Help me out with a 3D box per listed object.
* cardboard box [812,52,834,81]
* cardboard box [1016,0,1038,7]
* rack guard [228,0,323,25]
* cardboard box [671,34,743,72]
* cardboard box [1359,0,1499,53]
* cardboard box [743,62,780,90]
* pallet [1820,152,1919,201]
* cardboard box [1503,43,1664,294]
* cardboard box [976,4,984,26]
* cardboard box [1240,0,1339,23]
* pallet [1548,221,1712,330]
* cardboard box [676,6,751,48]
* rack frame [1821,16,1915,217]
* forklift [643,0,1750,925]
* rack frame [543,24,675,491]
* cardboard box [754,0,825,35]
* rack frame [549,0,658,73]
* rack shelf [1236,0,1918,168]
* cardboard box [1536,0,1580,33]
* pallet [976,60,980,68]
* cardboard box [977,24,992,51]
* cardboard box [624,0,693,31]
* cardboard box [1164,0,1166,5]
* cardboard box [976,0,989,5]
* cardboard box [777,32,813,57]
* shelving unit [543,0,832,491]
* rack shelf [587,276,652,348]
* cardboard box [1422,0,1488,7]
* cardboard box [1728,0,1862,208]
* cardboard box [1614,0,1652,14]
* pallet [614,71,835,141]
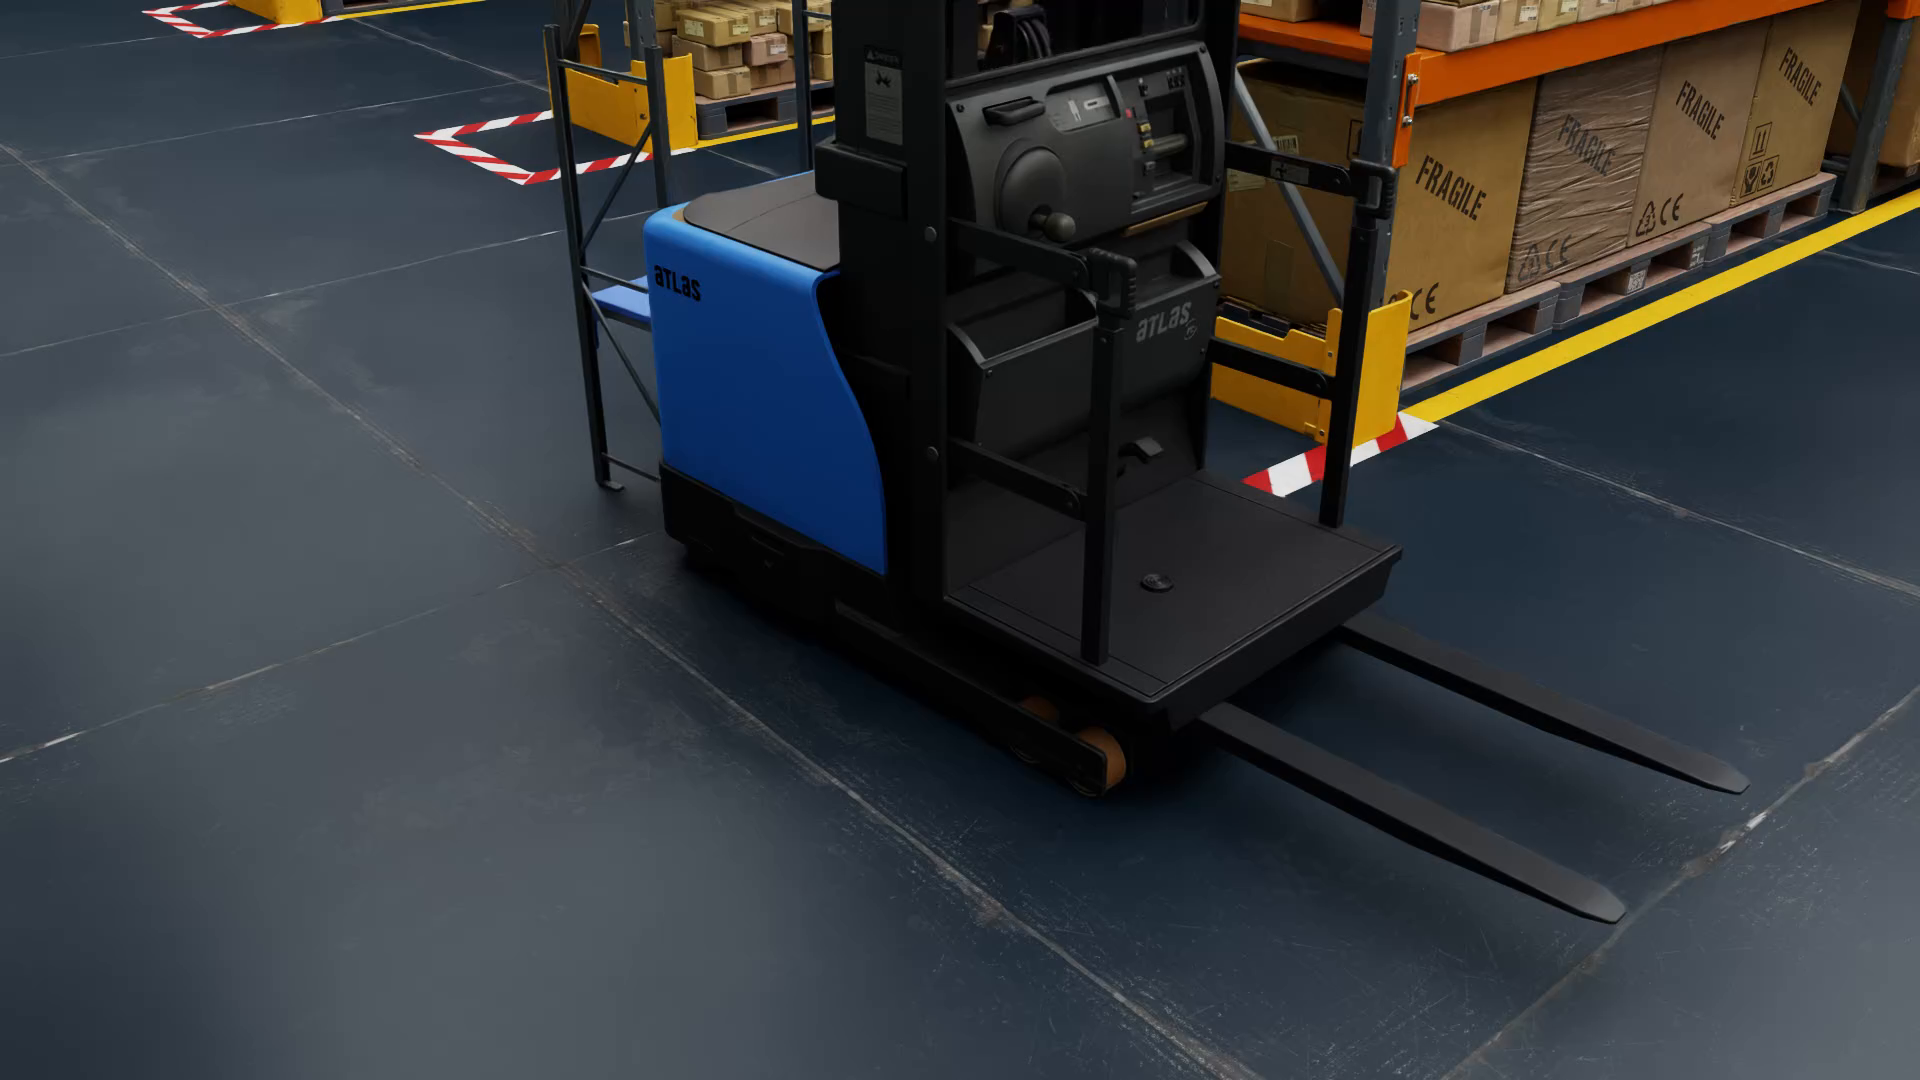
[{"bbox_3d":[-0.829,-2.910,10.091,0.250,0.149,0.380,-21,35,-34],"label":"cardboard box"},{"bbox_3d":[0.333,-3.565,11.002,0.250,0.149,0.380,-22,35,-34],"label":"cardboard box"},{"bbox_3d":[-5.340,-4.344,12.848,0.348,0.500,1.175,-22,35,-35],"label":"rack guard"},{"bbox_3d":[-1.467,-2.837,9.639,0.250,0.149,0.380,-20,34,-33],"label":"cardboard box"},{"bbox_3d":[1.595,-1.780,5.664,0.250,0.149,0.380,-21,35,-34],"label":"cardboard box"},{"bbox_3d":[-1.279,-2.792,9.872,0.250,0.149,0.380,-22,35,-35],"label":"cardboard box"},{"bbox_3d":[4.692,-2.157,9.062,1.213,0.211,1.003,-22,35,-35],"label":"pallet"},{"bbox_3d":[2.238,-1.651,6.966,0.875,0.875,0.875,-22,35,-35],"label":"cardboard box"},{"bbox_3d":[-0.065,-3.405,10.703,0.250,0.149,0.380,-24,36,-37],"label":"cardboard box"},{"bbox_3d":[1.168,-2.016,6.107,0.250,0.149,0.380,-21,35,-34],"label":"cardboard box"},{"bbox_3d":[2.596,-1.314,7.485,1.213,0.211,1.003,-22,35,-35],"label":"pallet"},{"bbox_3d":[-1.413,-2.938,9.513,0.250,0.149,0.380,-24,36,-37],"label":"cardboard box"},{"bbox_3d":[4.154,-3.124,7.913,0.127,3.000,1.000,-22,35,-35],"label":"rack frame"},{"bbox_3d":[0.480,-0.942,3.903,1.130,2.935,3.031,-25,37,-39],"label":"forklift"},{"bbox_3d":[-1.031,-0.787,5.132,0.500,1.500,0.032,22,35,35],"label":"rack frame"},{"bbox_3d":[-1.006,-3.097,9.810,0.250,0.149,0.380,-22,35,-35],"label":"cardboard box"},{"bbox_3d":[-2.032,-3.709,9.009,0.127,3.000,1.000,-22,35,-35],"label":"rack frame"},{"bbox_3d":[2.632,-2.195,6.937,4.000,0.370,1.077,-22,35,-35],"label":"rack shelf"},{"bbox_3d":[1.984,-1.937,5.959,0.250,0.149,0.380,-23,36,-36],"label":"cardboard box"},{"bbox_3d":[0.523,-3.485,11.548,1.213,0.211,1.003,-22,35,-35],"label":"pallet"},{"bbox_3d":[0.147,-3.302,10.826,0.250,0.149,0.380,-22,35,-35],"label":"cardboard box"},{"bbox_3d":[-1.793,-3.153,9.915,0.250,0.149,0.380,-21,35,-34],"label":"cardboard box"},{"bbox_3d":[1.746,-4.147,12.034,0.500,0.500,0.500,-20,34,-33],"label":"cardboard box"},{"bbox_3d":[-0.035,-3.496,10.557,0.250,0.149,0.380,-23,36,-37],"label":"cardboard box"},{"bbox_3d":[-1.093,-3.007,9.958,0.250,0.149,0.380,-21,35,-34],"label":"cardboard box"},{"bbox_3d":[-0.701,-0.969,5.472,0.538,1.500,1.048,22,35,35],"label":"shelving unit"},{"bbox_3d":[-0.701,-0.810,5.557,0.538,0.185,1.000,22,35,35],"label":"rack shelf"},{"bbox_3d":[1.651,-2.015,5.682,0.500,0.250,0.500,-23,36,-36],"label":"cardboard box"},{"bbox_3d":[3.600,-2.199,7.990,0.875,0.875,0.875,-22,35,-35],"label":"cardboard box"},{"bbox_3d":[2.375,-2.095,6.253,0.250,0.149,0.380,-23,36,-36],"label":"cardboard box"},{"bbox_3d":[-1.333,-2.739,10.151,1.213,0.211,1.003,-22,35,-35],"label":"pallet"}]
